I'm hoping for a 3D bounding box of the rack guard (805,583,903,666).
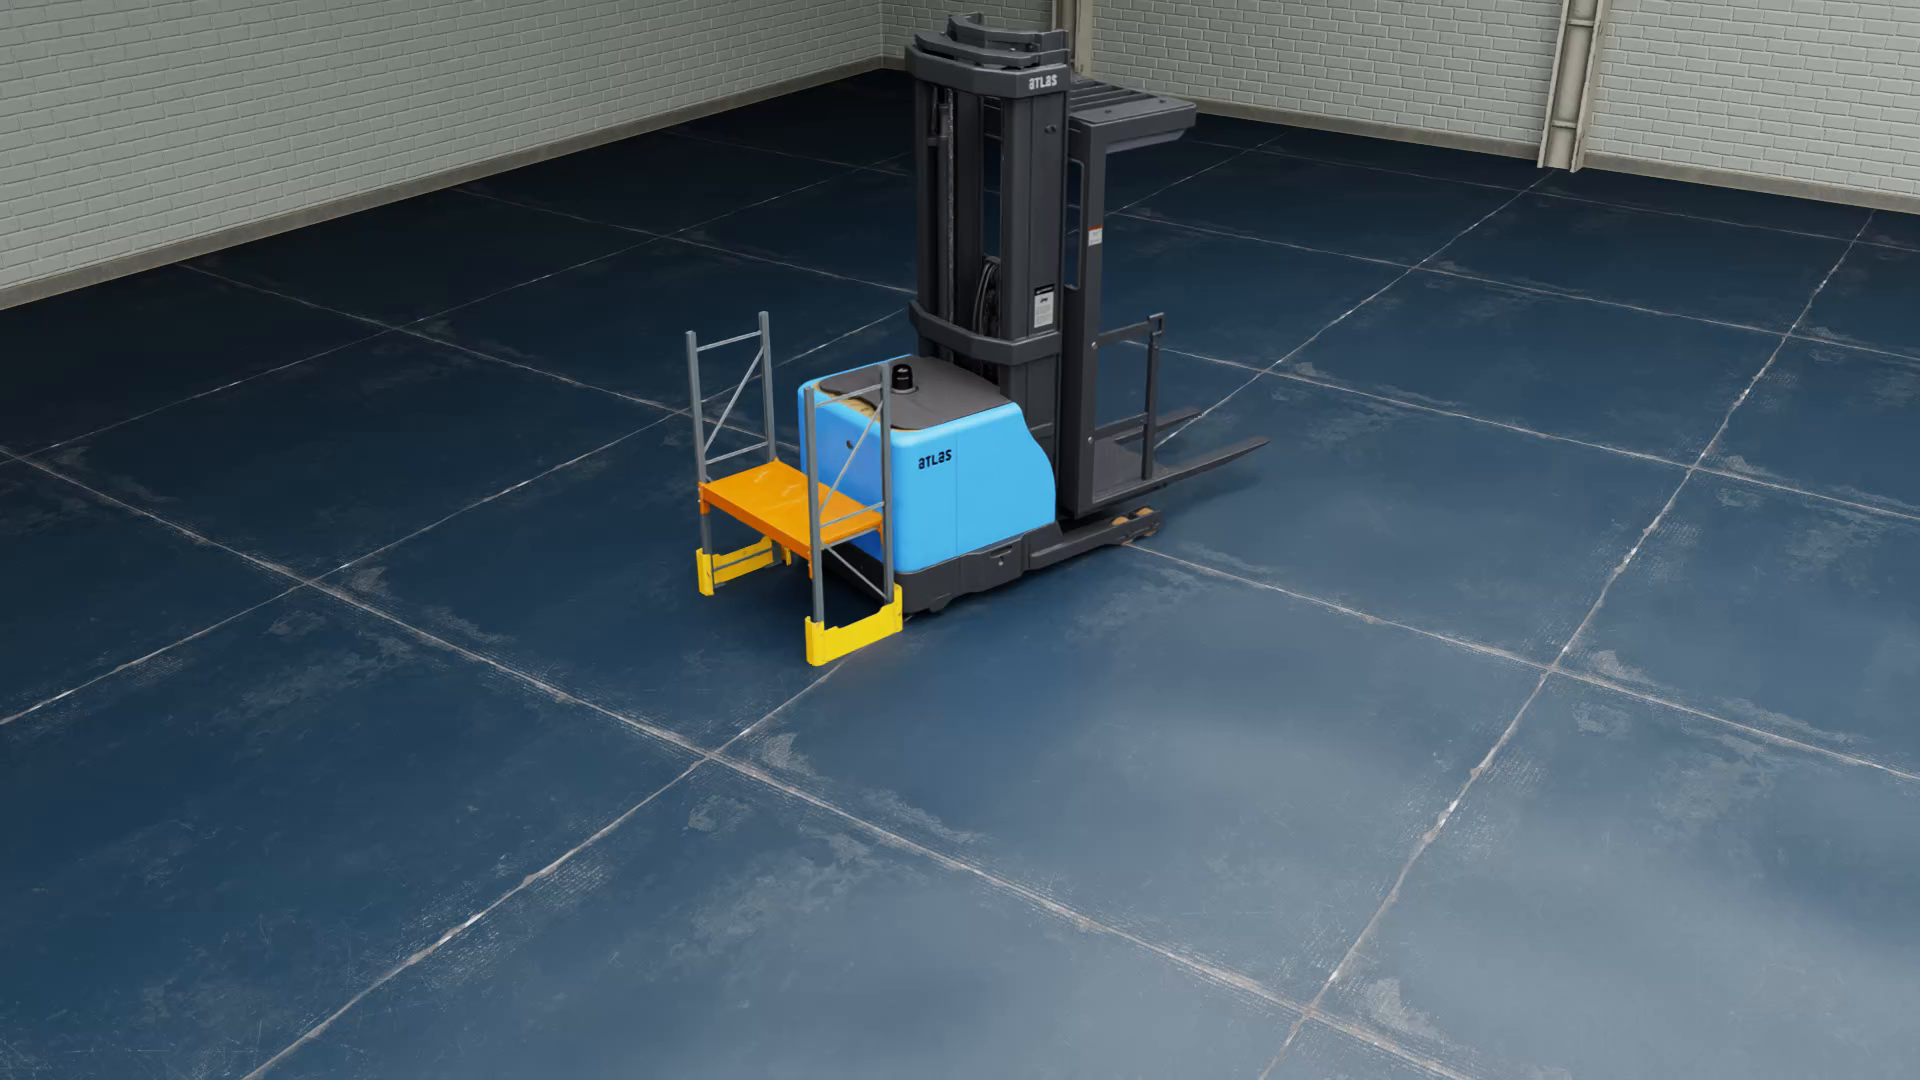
[{"bbox_3d":[-0.544,0.436,8.618,0.587,0.250,0.087,-22,34,-36],"label":"rack guard"}]

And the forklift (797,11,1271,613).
[{"bbox_3d":[0.572,-1.443,9.354,3.031,2.935,1.130,-19,33,-33],"label":"forklift"}]

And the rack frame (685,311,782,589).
[{"bbox_3d":[-1.214,-0.468,9.015,0.500,1.500,0.032,-22,34,-36],"label":"rack frame"}]

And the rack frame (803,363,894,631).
[{"bbox_3d":[-0.543,-0.121,8.334,0.500,1.500,0.032,-22,34,-36],"label":"rack frame"}]

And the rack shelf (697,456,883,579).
[{"bbox_3d":[-0.879,-0.134,8.756,0.538,0.185,1.000,-22,34,-36],"label":"rack shelf"}]

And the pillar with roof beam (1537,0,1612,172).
[{"bbox_3d":[3.858,-6.319,12.246,0.400,9.000,9.100,17,32,30],"label":"pillar with roof beam"}]

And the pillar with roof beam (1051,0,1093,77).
[{"bbox_3d":[-1.087,-7.860,15.274,0.400,9.000,9.100,17,32,30],"label":"pillar with roof beam"}]

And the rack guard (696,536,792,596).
[{"bbox_3d":[-1.201,0.096,9.286,0.587,0.250,0.087,-22,34,-36],"label":"rack guard"}]

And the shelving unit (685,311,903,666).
[{"bbox_3d":[-0.873,-0.291,8.668,0.587,1.500,1.083,-22,34,-36],"label":"shelving unit"}]
